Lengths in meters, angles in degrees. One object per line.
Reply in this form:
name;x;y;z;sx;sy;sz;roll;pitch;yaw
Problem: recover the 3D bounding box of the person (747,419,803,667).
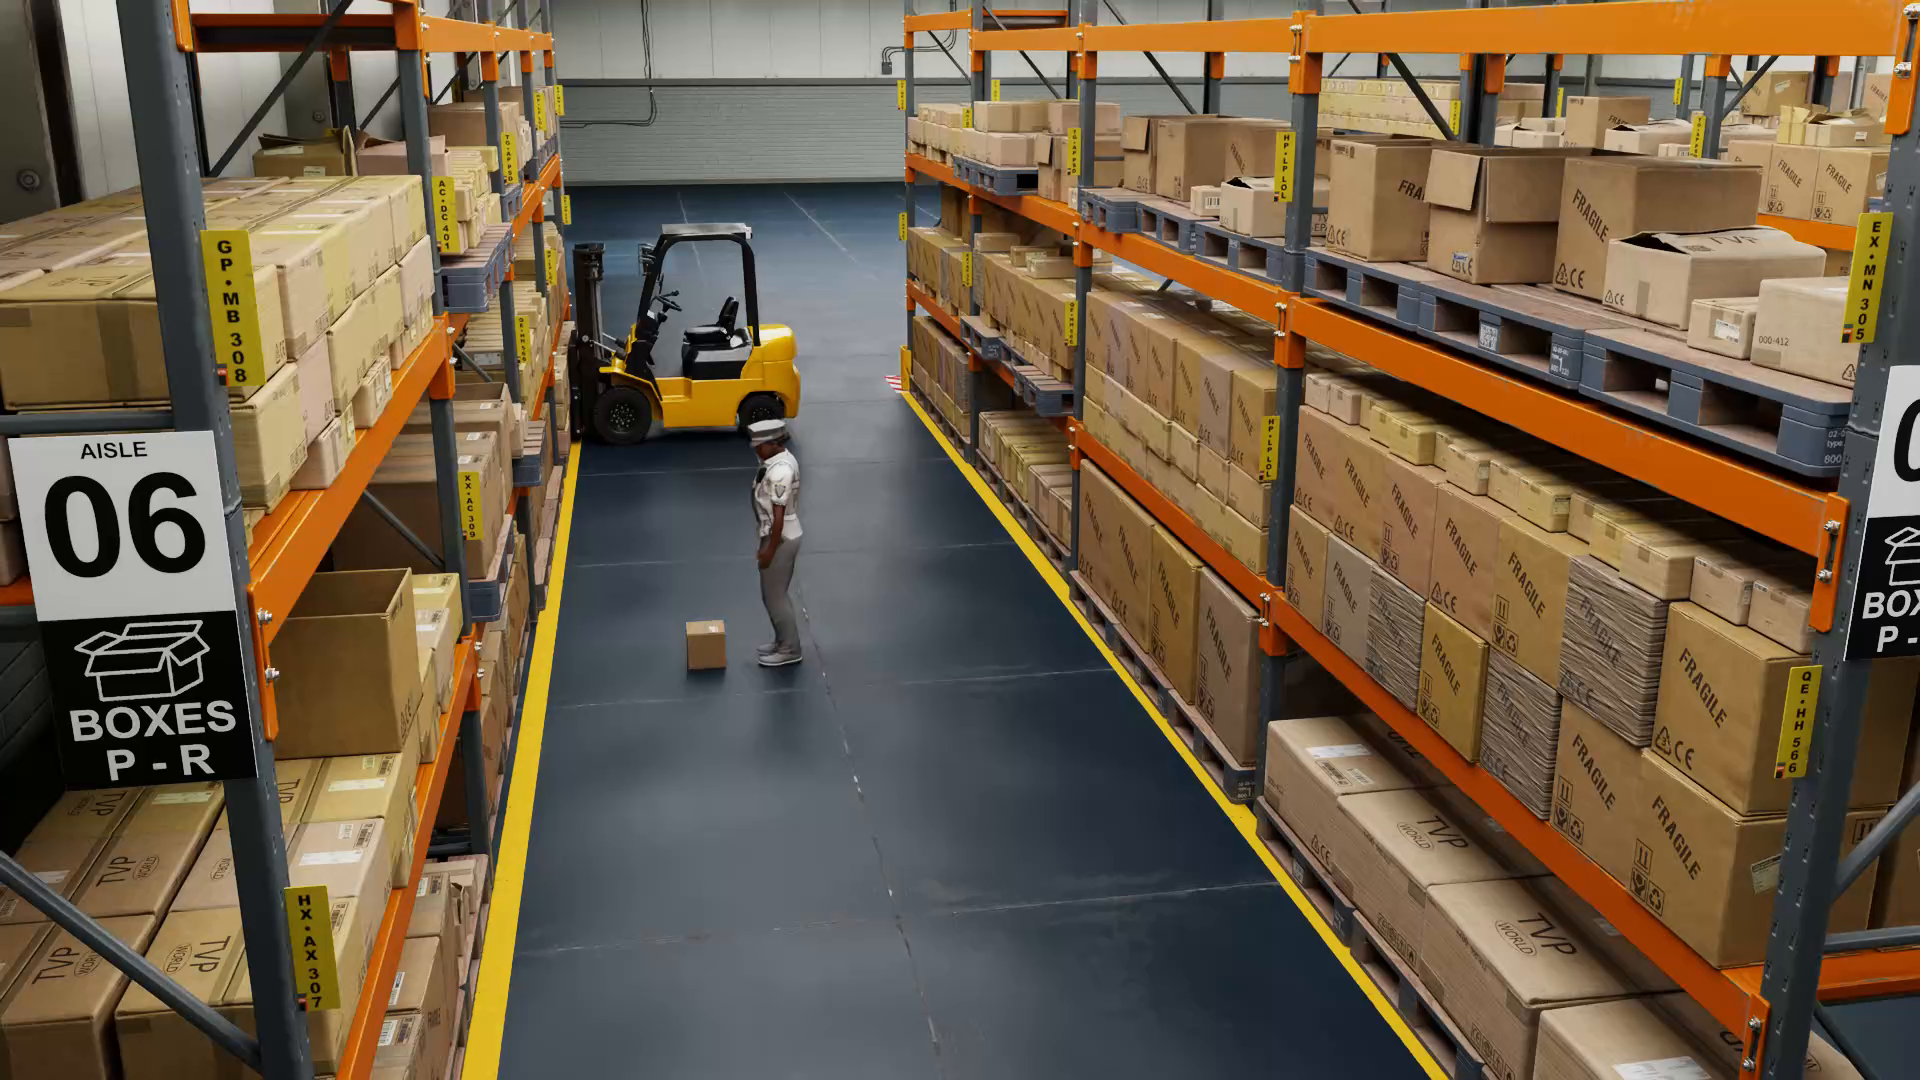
person;-1.210;0.019;11.015;0.337;1.656;0.441;-3;17;-9
